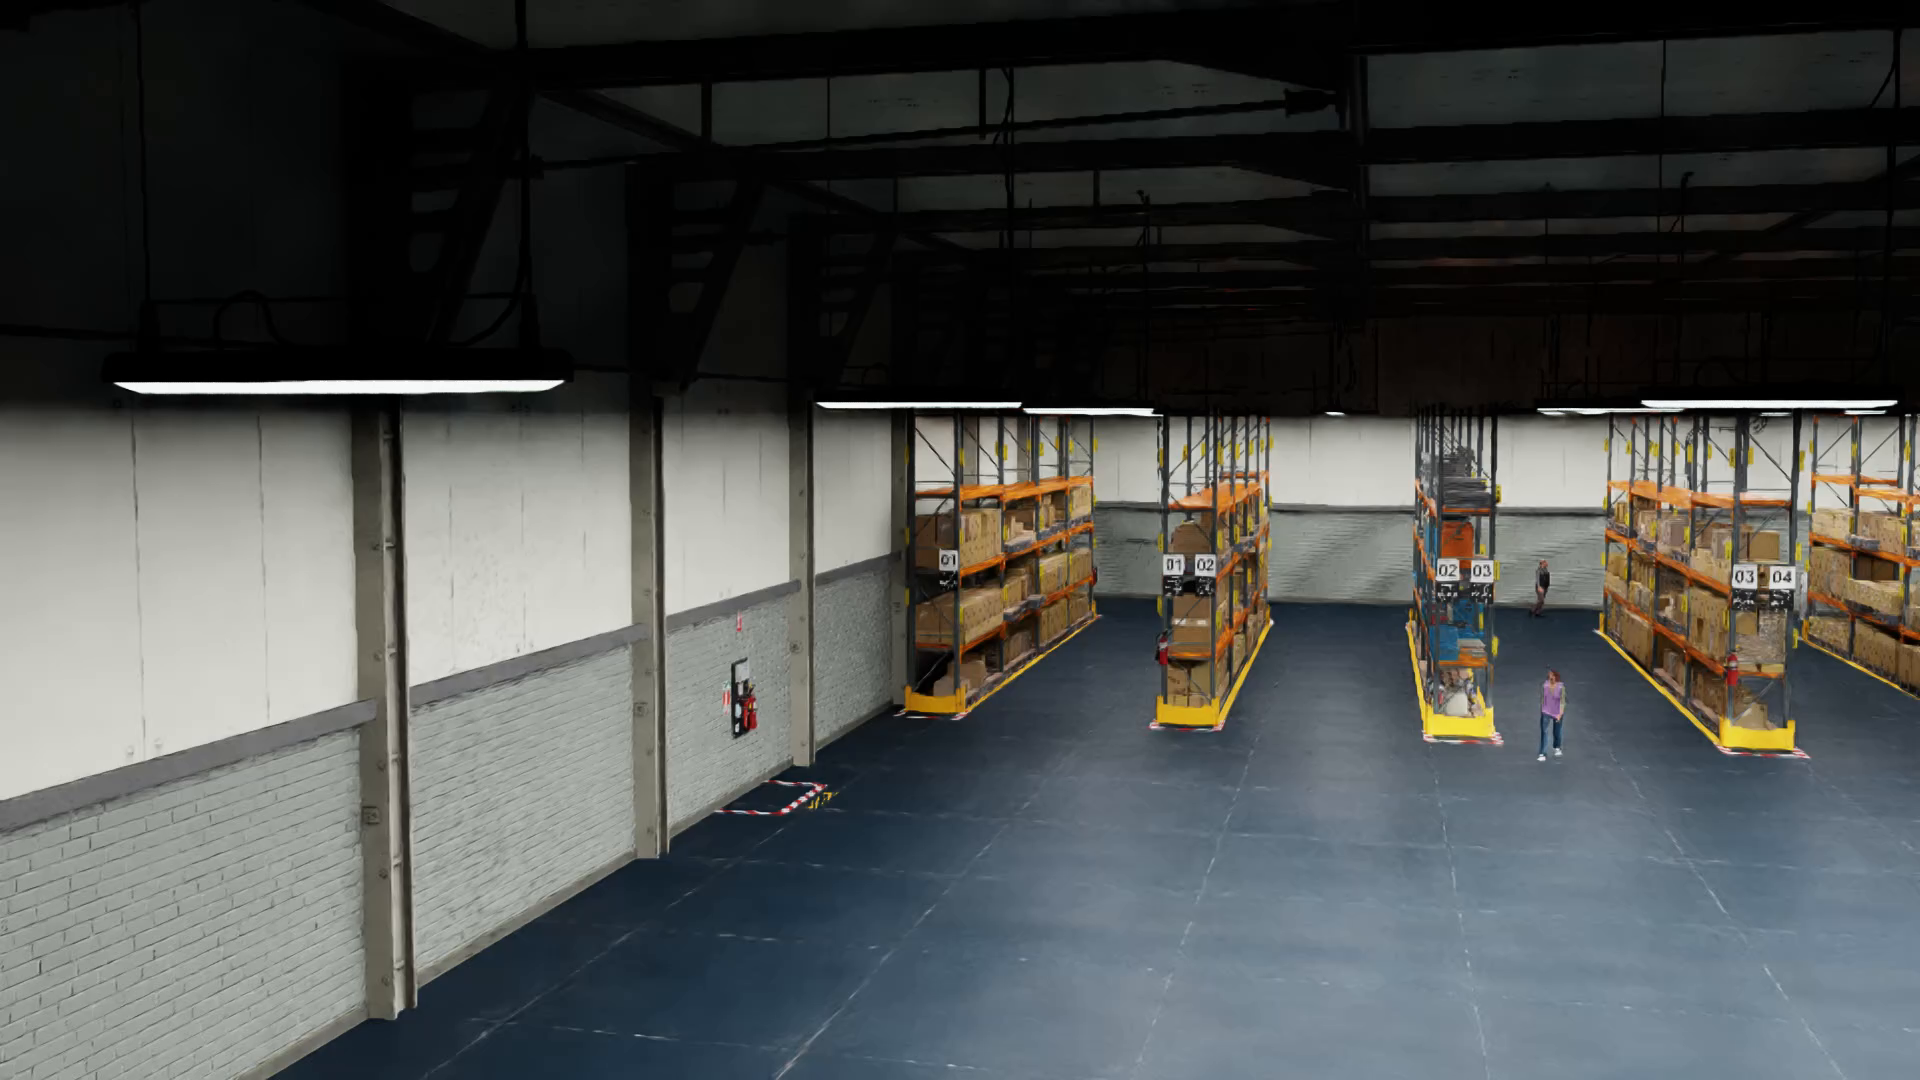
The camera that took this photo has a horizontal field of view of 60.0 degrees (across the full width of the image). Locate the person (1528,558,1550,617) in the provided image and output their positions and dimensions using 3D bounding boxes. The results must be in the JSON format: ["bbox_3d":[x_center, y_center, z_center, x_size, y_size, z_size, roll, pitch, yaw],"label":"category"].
[{"bbox_3d":[16.678,1.442,47.882,0.469,1.458,0.695,4,6,44],"label":"person"}]

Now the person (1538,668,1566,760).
[{"bbox_3d":[9.960,2.908,27.938,0.408,1.532,0.962,2,5,23],"label":"person"}]

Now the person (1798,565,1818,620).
[{"bbox_3d":[24.203,1.466,47.373,0.505,1.611,0.938,3,5,35],"label":"person"}]
